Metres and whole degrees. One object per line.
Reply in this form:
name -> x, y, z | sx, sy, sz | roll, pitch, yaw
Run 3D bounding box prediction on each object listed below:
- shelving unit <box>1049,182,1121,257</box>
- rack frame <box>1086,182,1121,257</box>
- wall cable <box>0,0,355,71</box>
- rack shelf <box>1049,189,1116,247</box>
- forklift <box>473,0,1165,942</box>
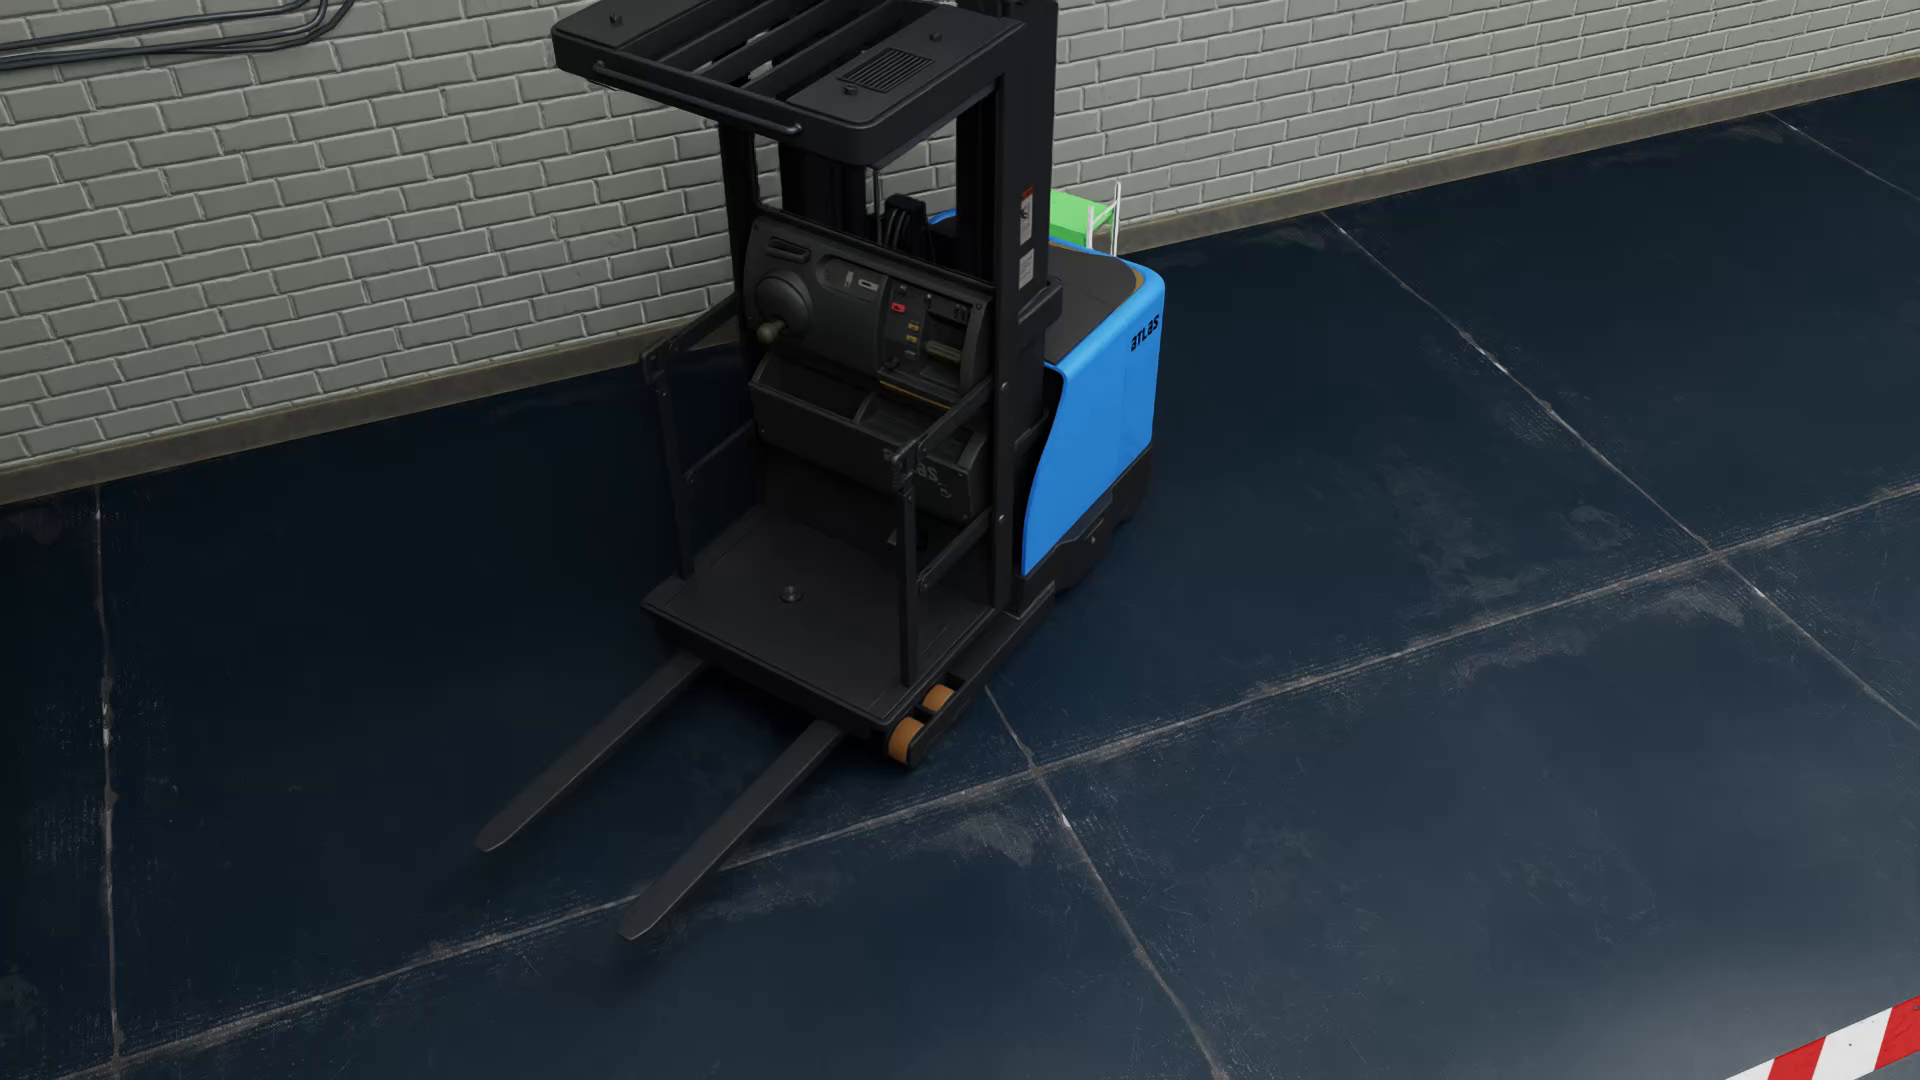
shelving unit -> 0.359, -0.975, 6.964 | 0.503, 1.200, 0.258 | 23, 46, 24
rack frame -> 0.564, -0.889, 6.863 | 0.015, 1.200, 0.240 | 23, 46, 24
wall cable -> -3.605, -2.473, 5.105 | 3.097, 2.526, 0.112 | -15, 43, -17
rack shelf -> 0.359, -1.291, 6.692 | 0.480, 0.148, 0.258 | 23, 46, 24
forklift -> -0.438, -0.678, 5.291 | 1.130, 2.935, 3.031 | 23, 46, 25
